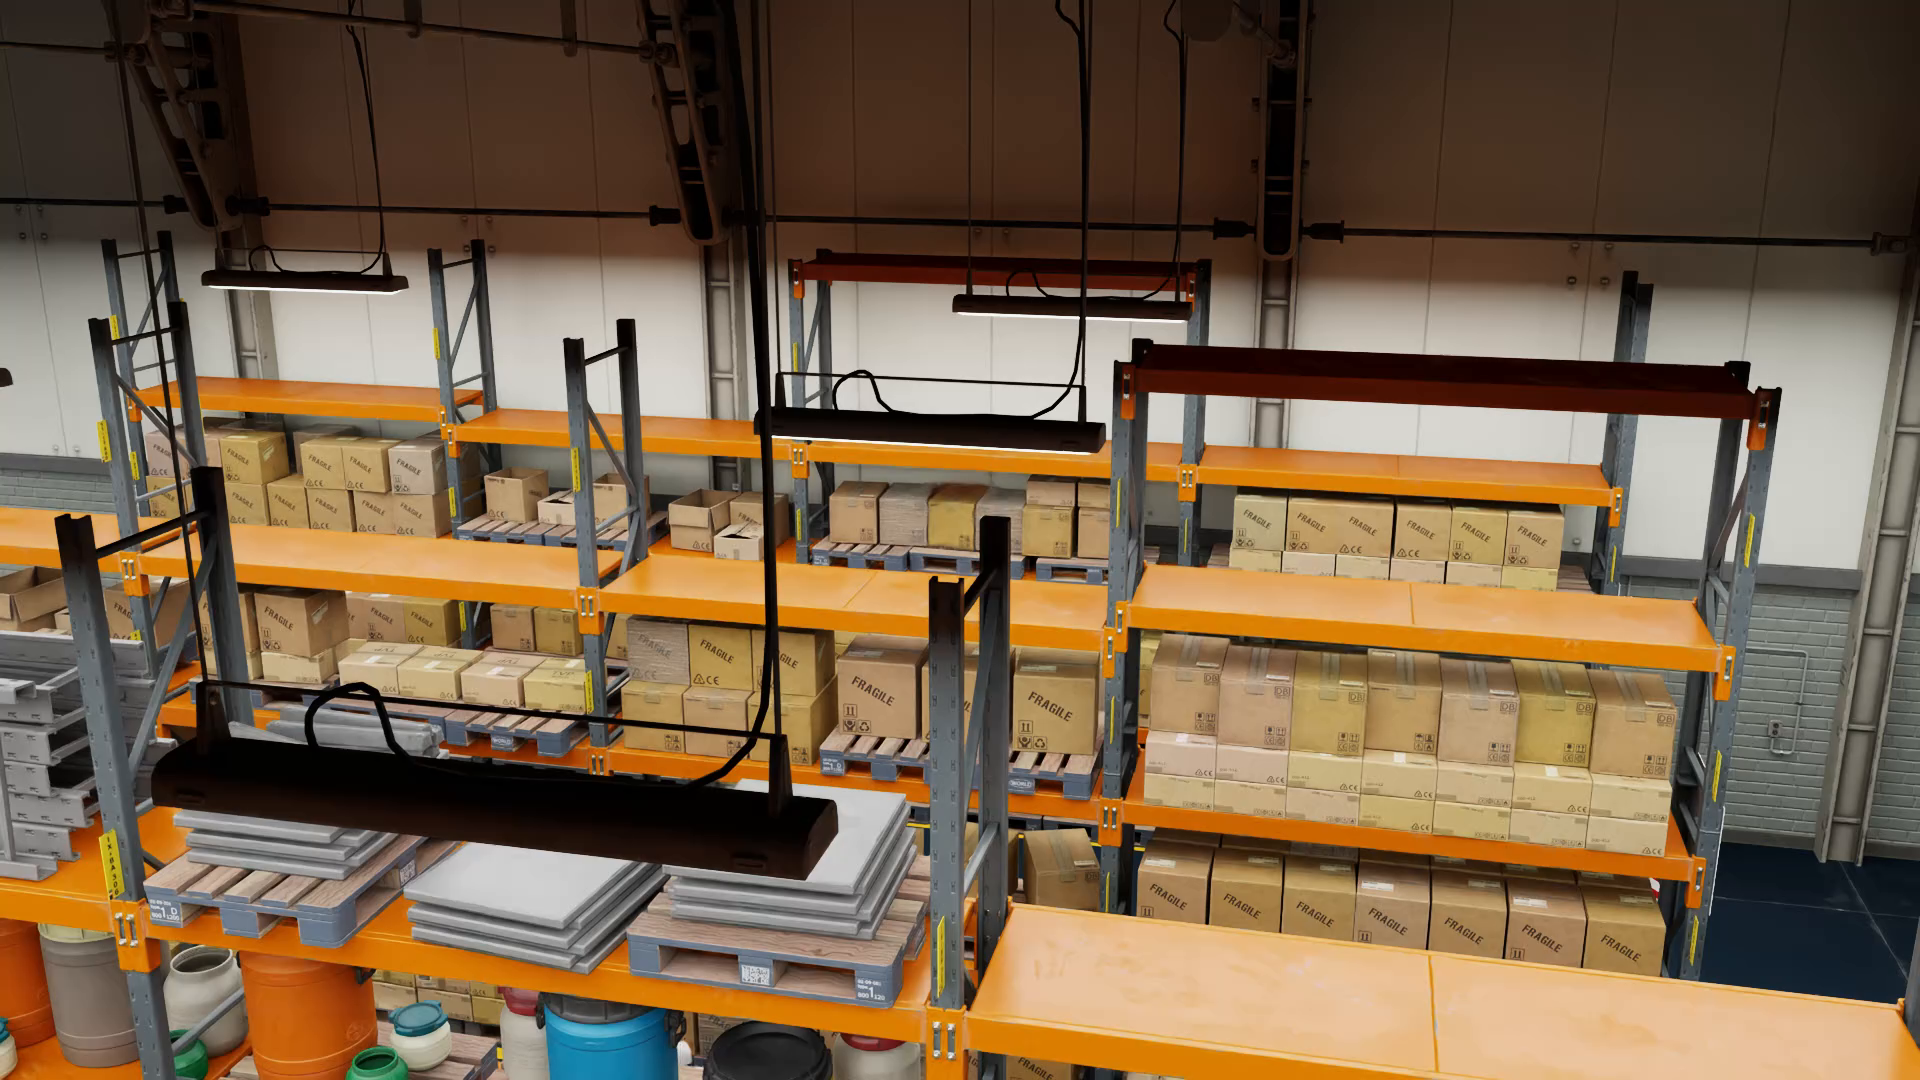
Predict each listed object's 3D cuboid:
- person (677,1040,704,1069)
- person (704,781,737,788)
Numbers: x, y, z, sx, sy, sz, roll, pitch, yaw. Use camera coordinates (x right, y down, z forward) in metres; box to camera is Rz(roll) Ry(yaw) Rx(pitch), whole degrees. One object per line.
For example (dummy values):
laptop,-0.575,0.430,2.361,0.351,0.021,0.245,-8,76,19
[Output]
person,-1.859,4.156,11.182,0.787,1.793,0.680,6,17,19
person,-2.345,2.310,16.760,0.841,1.685,0.634,4,17,15
